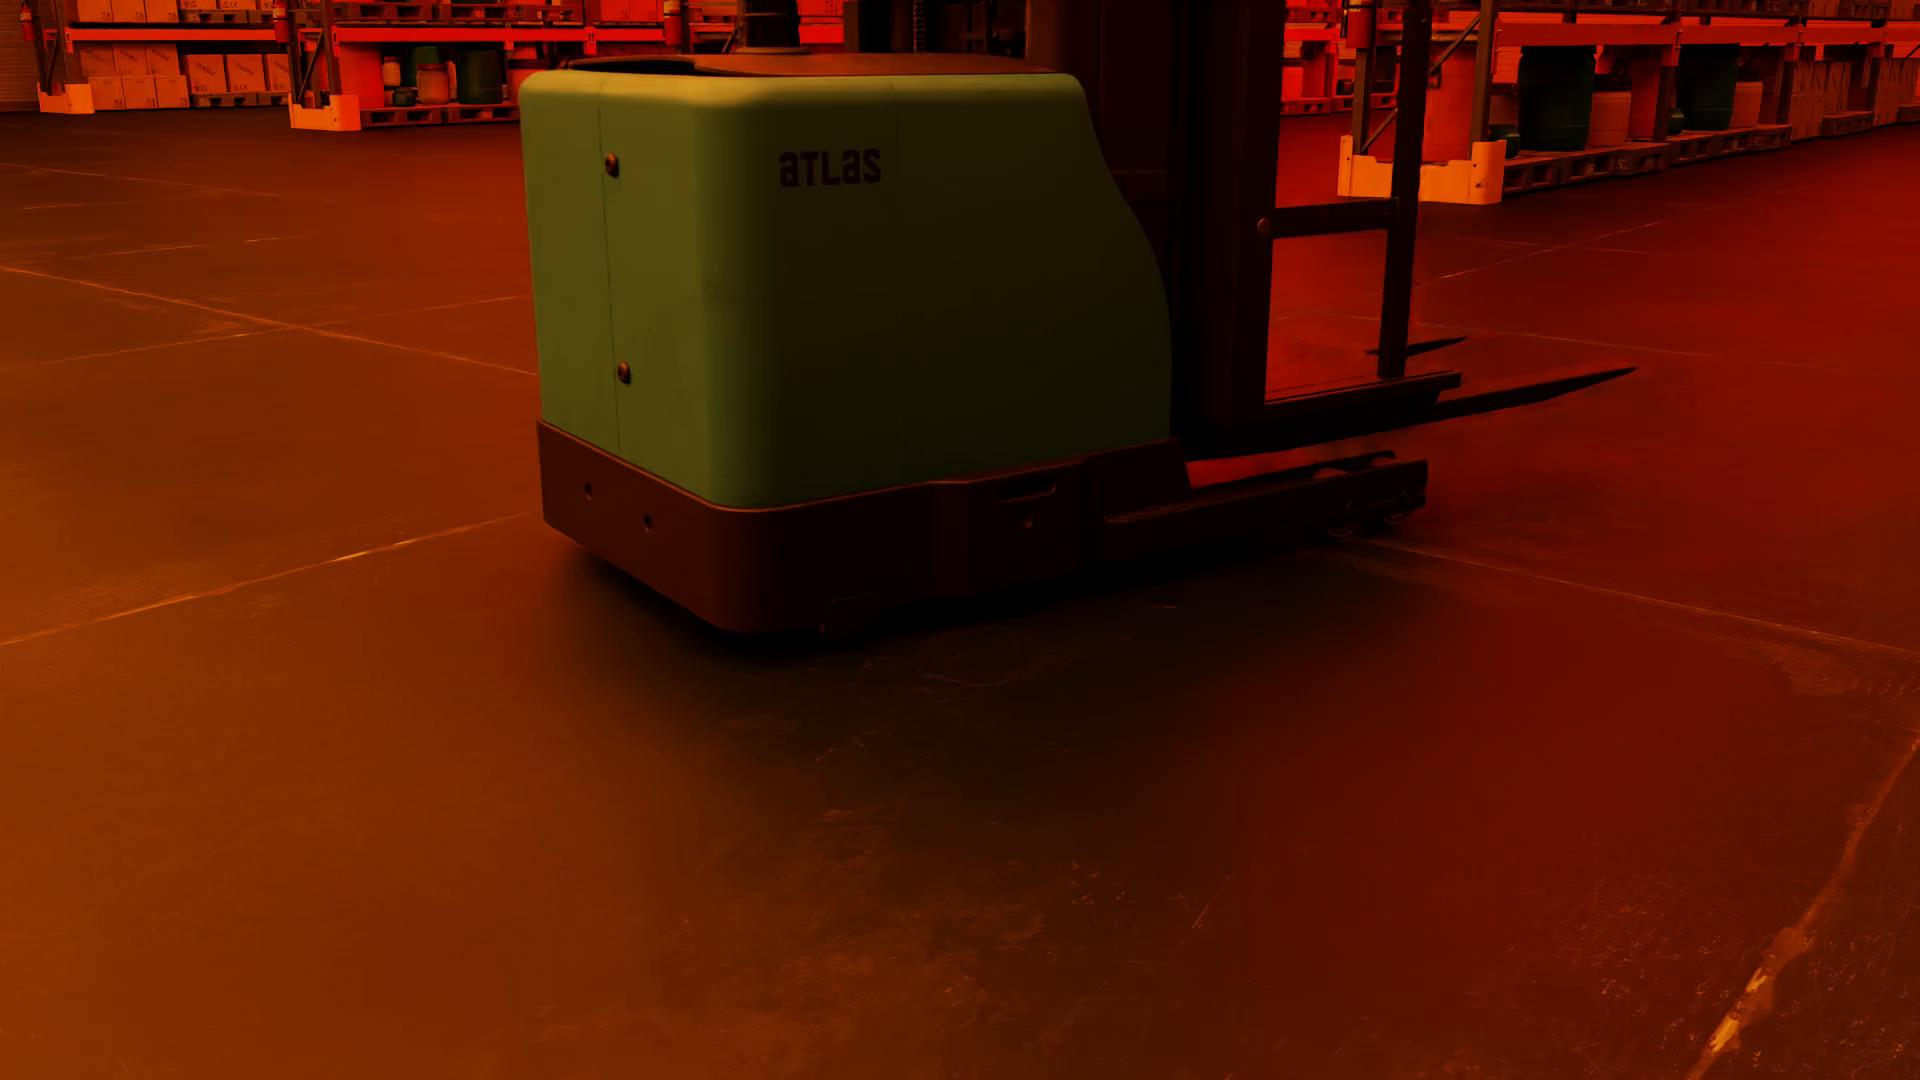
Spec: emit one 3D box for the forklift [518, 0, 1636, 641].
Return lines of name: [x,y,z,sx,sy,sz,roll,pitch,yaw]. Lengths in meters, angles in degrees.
forklift: [0.534,-1.522,3.909,3.031,2.935,1.130,-11,20,-33]
